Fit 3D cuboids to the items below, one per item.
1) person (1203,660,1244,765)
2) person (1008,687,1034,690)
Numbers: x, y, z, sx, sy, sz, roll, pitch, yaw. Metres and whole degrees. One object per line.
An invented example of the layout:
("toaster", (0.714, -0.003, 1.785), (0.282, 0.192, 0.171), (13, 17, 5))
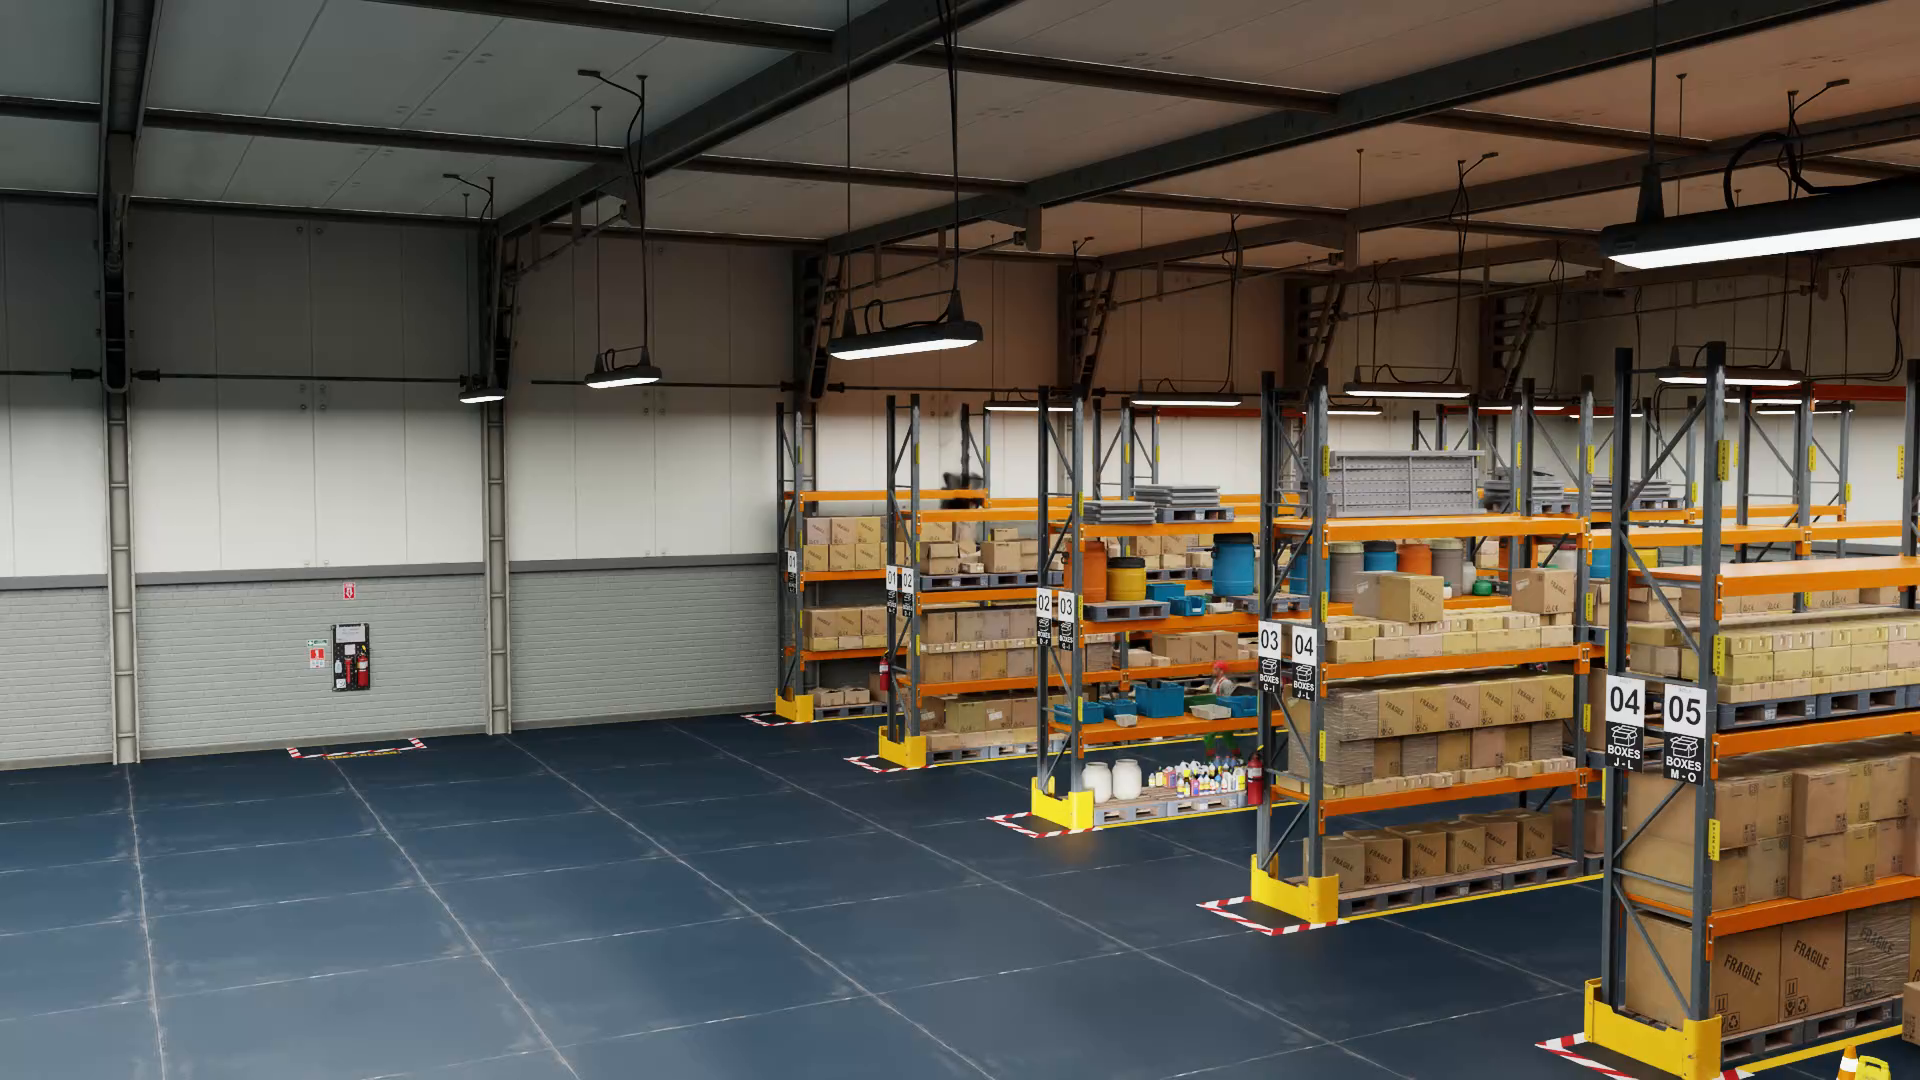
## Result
("person", (4.133, 2.805, 26.044), (0.802, 1.849, 0.619), (-1, 4, -24))
("person", (1.070, 2.262, 30.869), (0.821, 1.719, 0.599), (-2, 4, -37))
